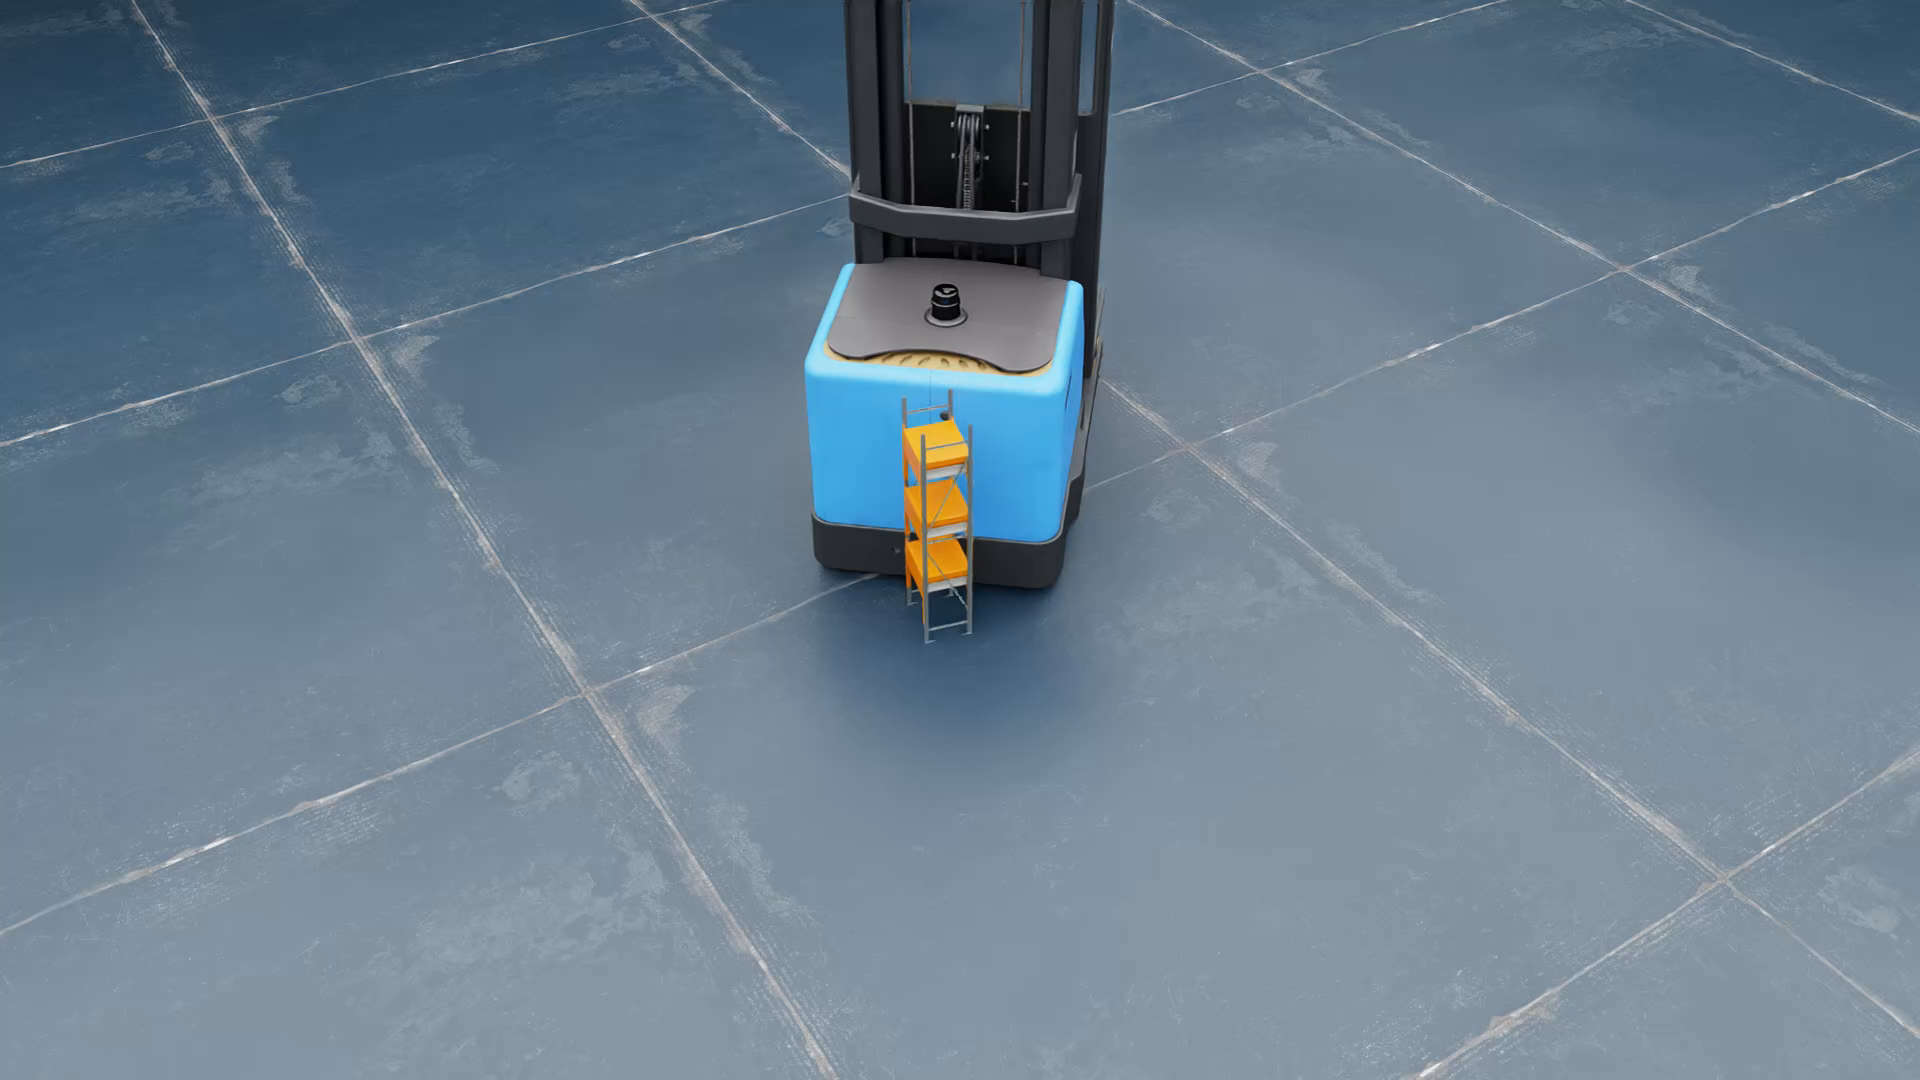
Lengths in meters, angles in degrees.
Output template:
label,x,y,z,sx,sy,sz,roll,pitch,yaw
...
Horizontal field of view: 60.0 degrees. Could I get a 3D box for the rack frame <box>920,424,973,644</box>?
label,x,y,z,sx,sy,sz,roll,pitch,yaw
rack frame,-0.048,-0.001,6.431,0.200,1.050,0.008,-12,41,-14

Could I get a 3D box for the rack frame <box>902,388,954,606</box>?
label,x,y,z,sx,sy,sz,roll,pitch,yaw
rack frame,-0.123,-0.150,6.610,0.200,1.050,0.008,-12,41,-14

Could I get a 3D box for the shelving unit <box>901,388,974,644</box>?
label,x,y,z,sx,sy,sz,roll,pitch,yaw
shelving unit,-0.086,-0.076,6.521,0.215,1.050,0.252,-12,41,-14

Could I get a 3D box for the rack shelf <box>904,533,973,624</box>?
label,x,y,z,sx,sy,sz,roll,pitch,yaw
rack shelf,-0.086,0.146,6.705,0.215,0.259,0.240,-12,41,-14

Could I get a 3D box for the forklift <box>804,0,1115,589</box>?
label,x,y,z,sx,sy,sz,roll,pitch,yaw
forklift,0.113,-1.868,7.202,1.130,2.935,3.031,6,40,7

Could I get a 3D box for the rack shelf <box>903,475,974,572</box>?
label,x,y,z,sx,sy,sz,roll,pitch,yaw
rack shelf,-0.086,-0.067,6.527,0.215,0.259,0.240,-12,41,-14

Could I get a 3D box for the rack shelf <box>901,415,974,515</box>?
label,x,y,z,sx,sy,sz,roll,pitch,yaw
rack shelf,-0.086,-0.285,6.346,0.215,0.259,0.240,-12,41,-14
